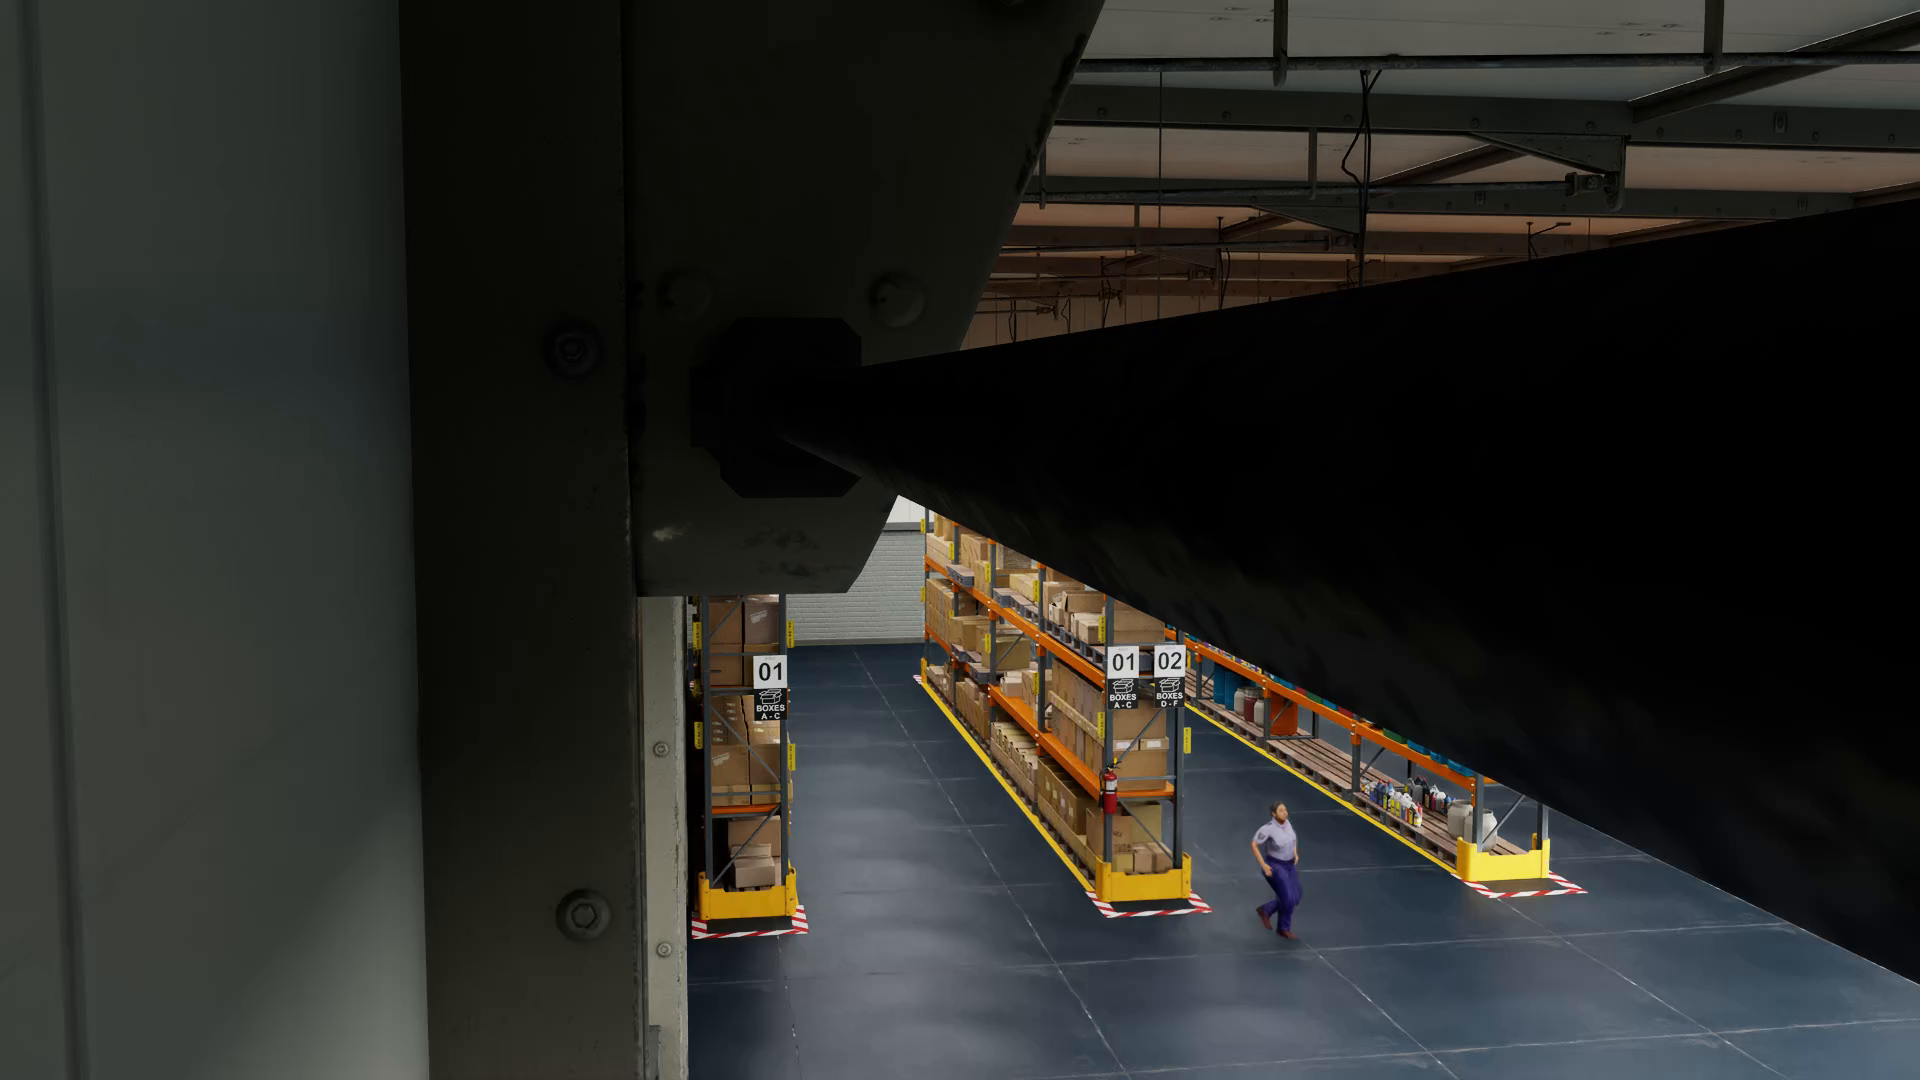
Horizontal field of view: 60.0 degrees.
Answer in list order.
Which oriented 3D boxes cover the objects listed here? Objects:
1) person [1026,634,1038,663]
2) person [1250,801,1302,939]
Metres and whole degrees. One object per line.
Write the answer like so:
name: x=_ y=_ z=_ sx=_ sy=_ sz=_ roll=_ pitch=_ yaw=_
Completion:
person: x=1.525 y=2.326 z=36.757 sx=0.594 sy=1.538 sz=0.510 roll=-3 pitch=6 yaw=-30
person: x=3.709 y=3.847 z=19.376 sx=0.497 sy=1.631 sz=0.700 roll=4 pitch=6 yaw=38
